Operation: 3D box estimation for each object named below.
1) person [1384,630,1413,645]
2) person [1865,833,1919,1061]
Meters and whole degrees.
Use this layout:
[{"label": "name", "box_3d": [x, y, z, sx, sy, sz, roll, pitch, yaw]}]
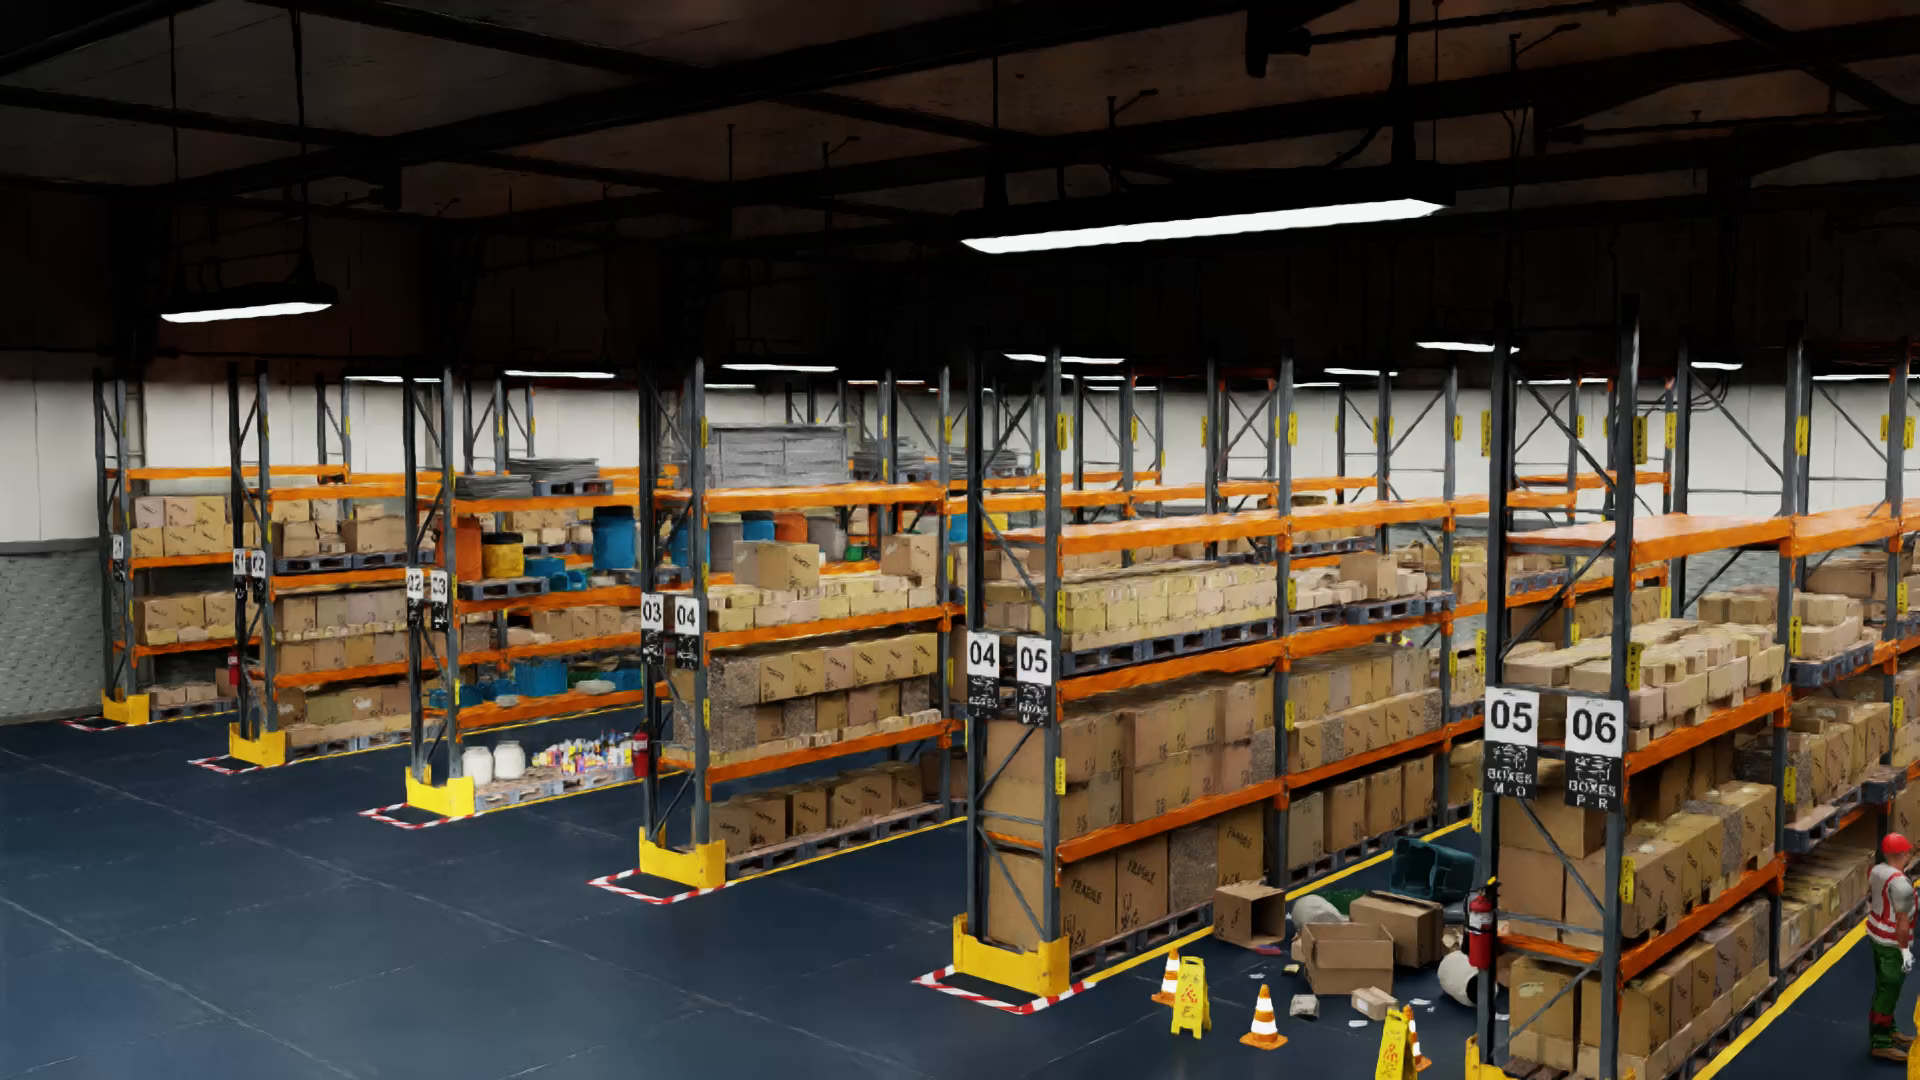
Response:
[{"label": "person", "box_3d": [7.451, 2.225, 28.357, 0.575, 1.689, 1.128, 3, 5, 39]}, {"label": "person", "box_3d": [7.605, 3.261, 13.490, 0.450, 1.789, 0.605, 1, 4, 10]}]
